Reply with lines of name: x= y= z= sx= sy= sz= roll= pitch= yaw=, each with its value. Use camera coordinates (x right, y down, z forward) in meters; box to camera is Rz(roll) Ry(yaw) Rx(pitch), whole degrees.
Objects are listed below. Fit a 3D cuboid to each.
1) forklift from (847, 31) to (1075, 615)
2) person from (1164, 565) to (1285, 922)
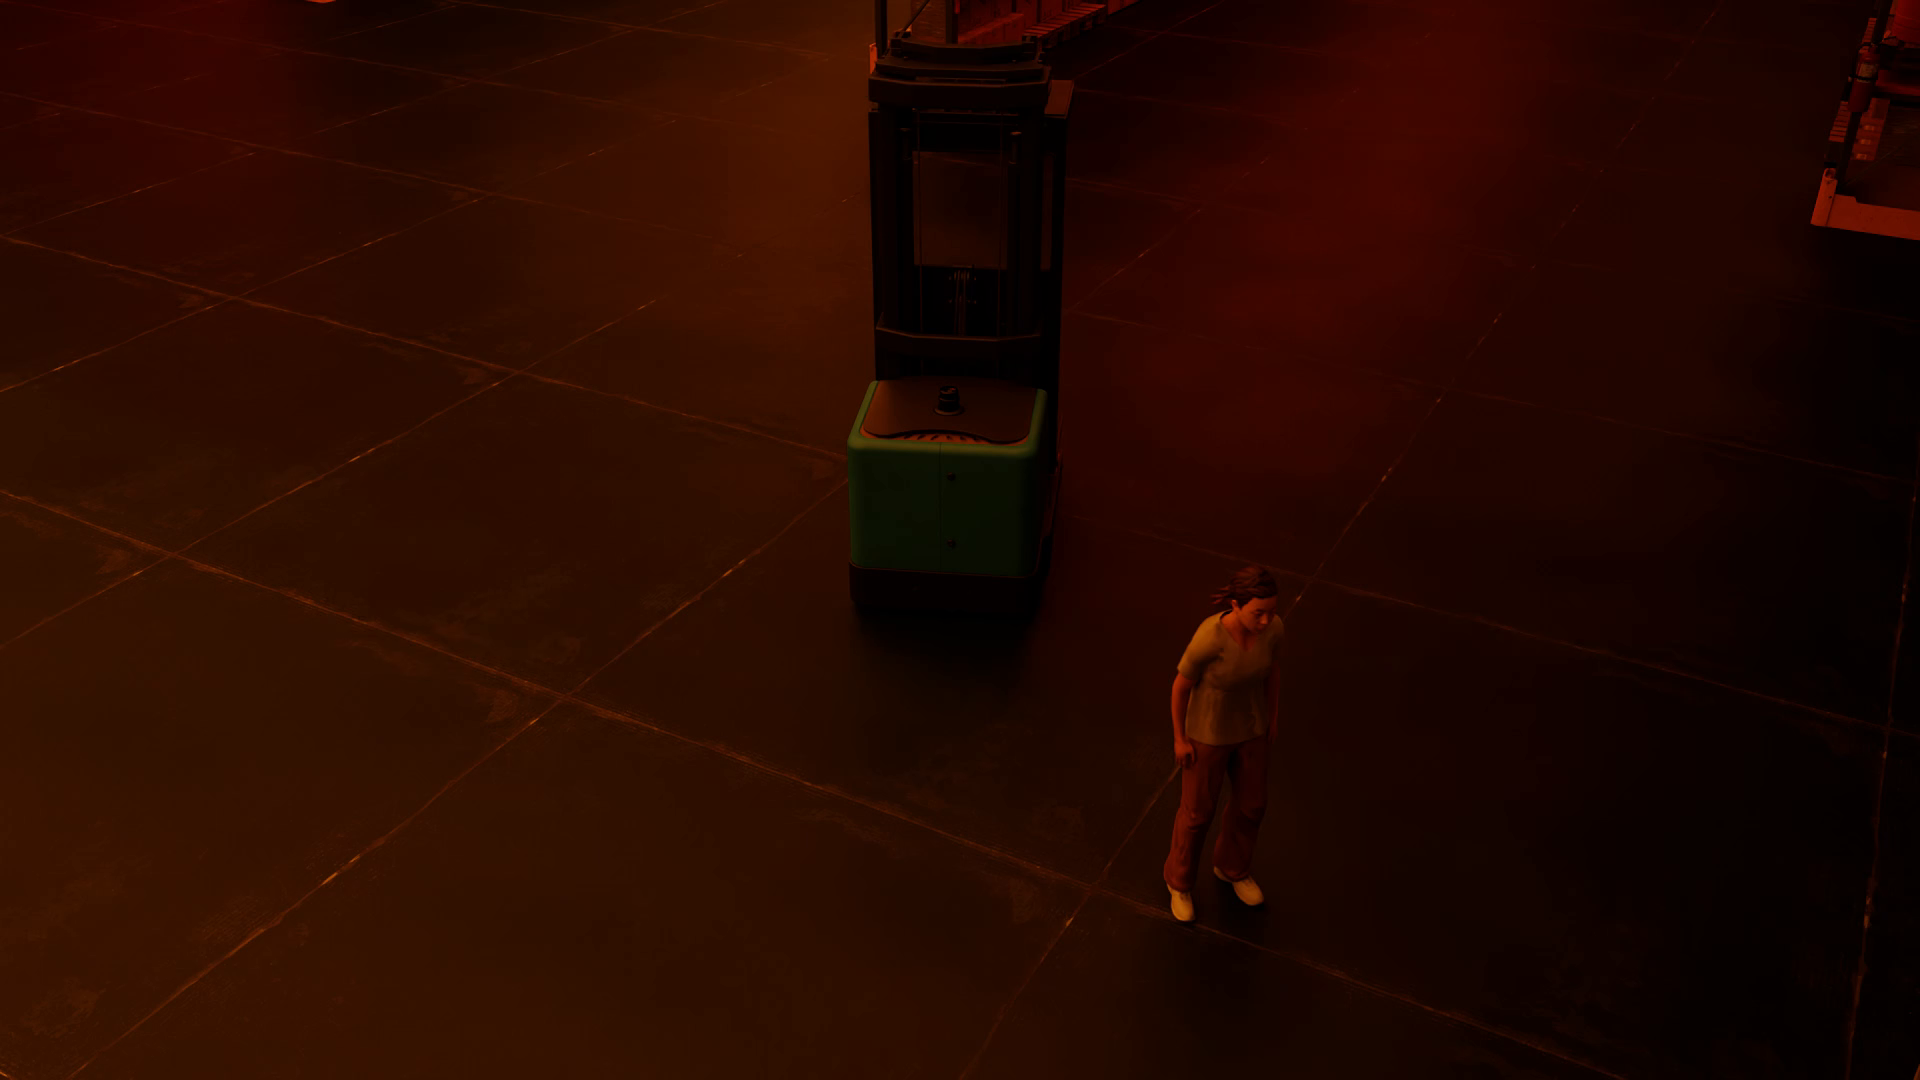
forklift: x=0.072 y=-1.572 z=9.794 sx=1.130 sy=2.935 sz=3.031 roll=3 pitch=30 yaw=6
person: x=1.120 y=0.818 z=6.915 sx=0.499 sy=1.672 sz=0.363 roll=-10 pitch=32 yaw=-17
